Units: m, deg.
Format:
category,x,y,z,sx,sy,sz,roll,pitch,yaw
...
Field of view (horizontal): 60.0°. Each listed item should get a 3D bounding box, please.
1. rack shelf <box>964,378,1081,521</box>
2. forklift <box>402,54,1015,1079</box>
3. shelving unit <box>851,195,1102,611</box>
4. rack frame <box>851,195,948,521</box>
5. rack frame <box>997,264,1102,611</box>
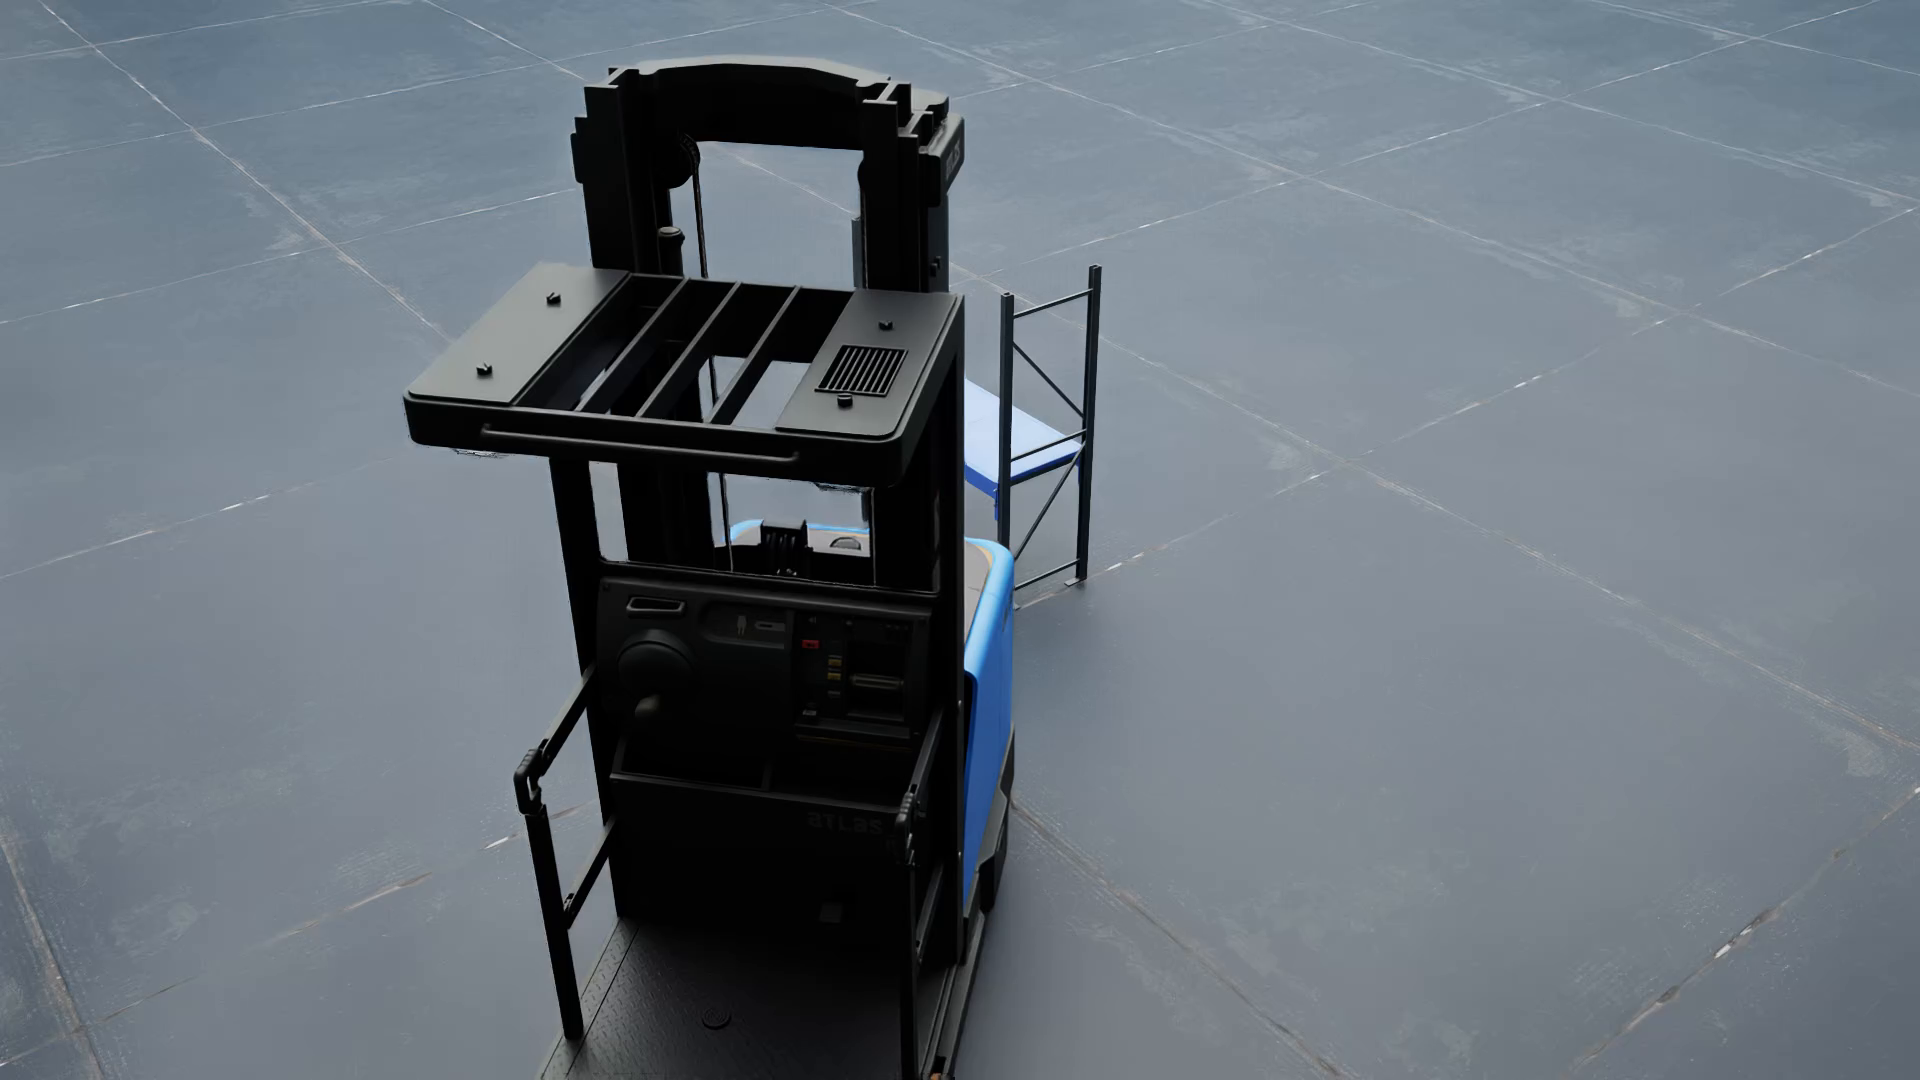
category,x,y,z,sx,sy,sz,roll,pitch,yaw
rack shelf,0.052,-0.449,7.392,0.538,0.185,1.000,-22,38,-31
forklift,-0.577,0.387,4.348,1.130,2.935,3.031,6,32,9
shelving unit,0.052,-0.602,7.297,0.538,1.500,1.048,-22,38,-31
rack frame,-0.259,-0.813,7.638,0.500,1.500,0.032,-22,38,-31
rack frame,0.364,-0.390,6.956,0.500,1.500,0.032,-22,38,-31
